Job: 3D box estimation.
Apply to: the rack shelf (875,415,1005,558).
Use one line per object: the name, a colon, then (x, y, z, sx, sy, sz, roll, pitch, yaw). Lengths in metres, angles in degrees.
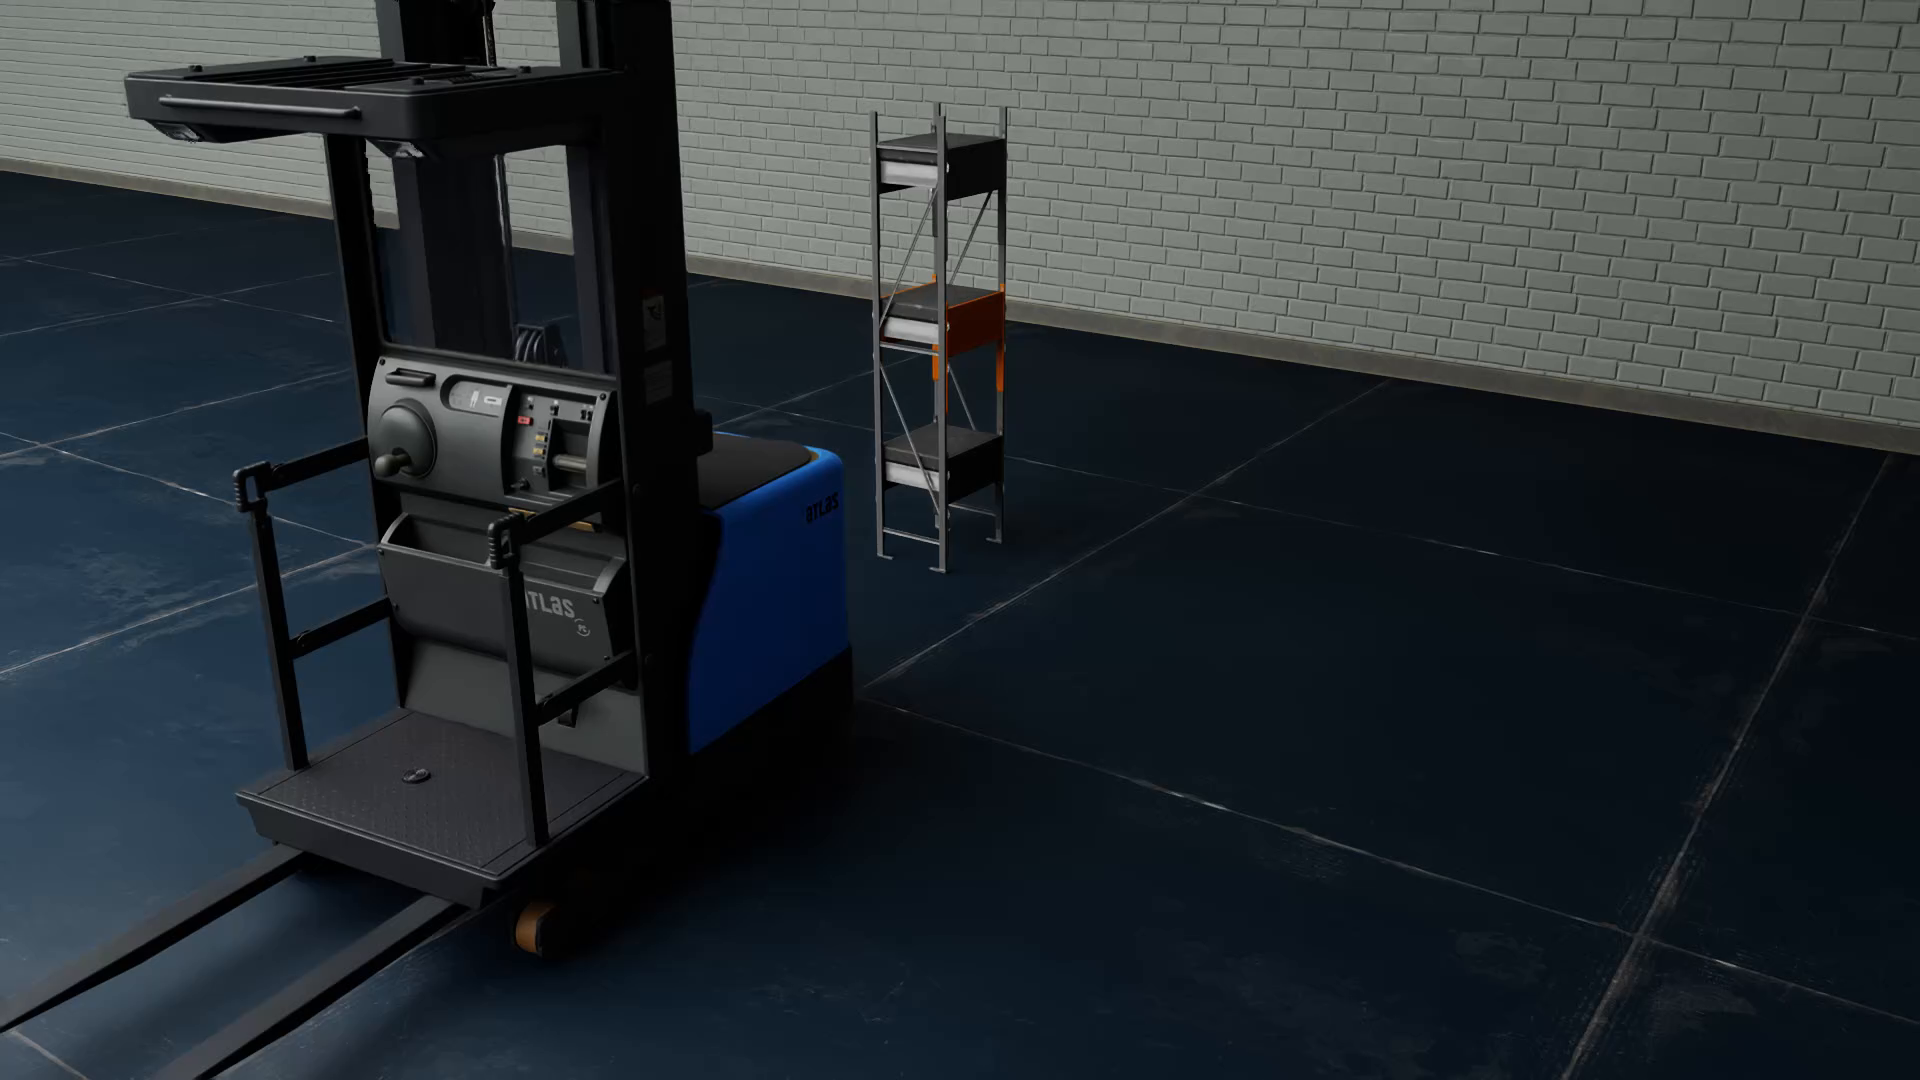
rack shelf: (-0.093, -0.268, 8.020, 0.431, 0.518, 0.480, 13, 24, 32)

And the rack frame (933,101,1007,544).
rack frame: (0.044, -1.007, 7.962, 0.400, 2.100, 0.015, 13, 24, 32)

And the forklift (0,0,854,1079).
forklift: (-1.544, -0.318, 4.901, 1.130, 2.935, 3.031, 10, 23, 26)

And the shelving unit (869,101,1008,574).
shelving unit: (-0.093, -0.937, 7.772, 0.431, 2.100, 0.503, 13, 24, 32)

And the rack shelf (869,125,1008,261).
rack shelf: (-0.093, -1.581, 7.534, 0.431, 0.518, 0.480, 13, 24, 32)

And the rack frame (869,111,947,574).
rack frame: (-0.230, -0.867, 7.583, 0.400, 2.100, 0.015, 13, 24, 32)

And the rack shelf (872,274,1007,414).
rack shelf: (-0.093, -0.925, 7.777, 0.431, 0.518, 0.480, 13, 24, 32)
